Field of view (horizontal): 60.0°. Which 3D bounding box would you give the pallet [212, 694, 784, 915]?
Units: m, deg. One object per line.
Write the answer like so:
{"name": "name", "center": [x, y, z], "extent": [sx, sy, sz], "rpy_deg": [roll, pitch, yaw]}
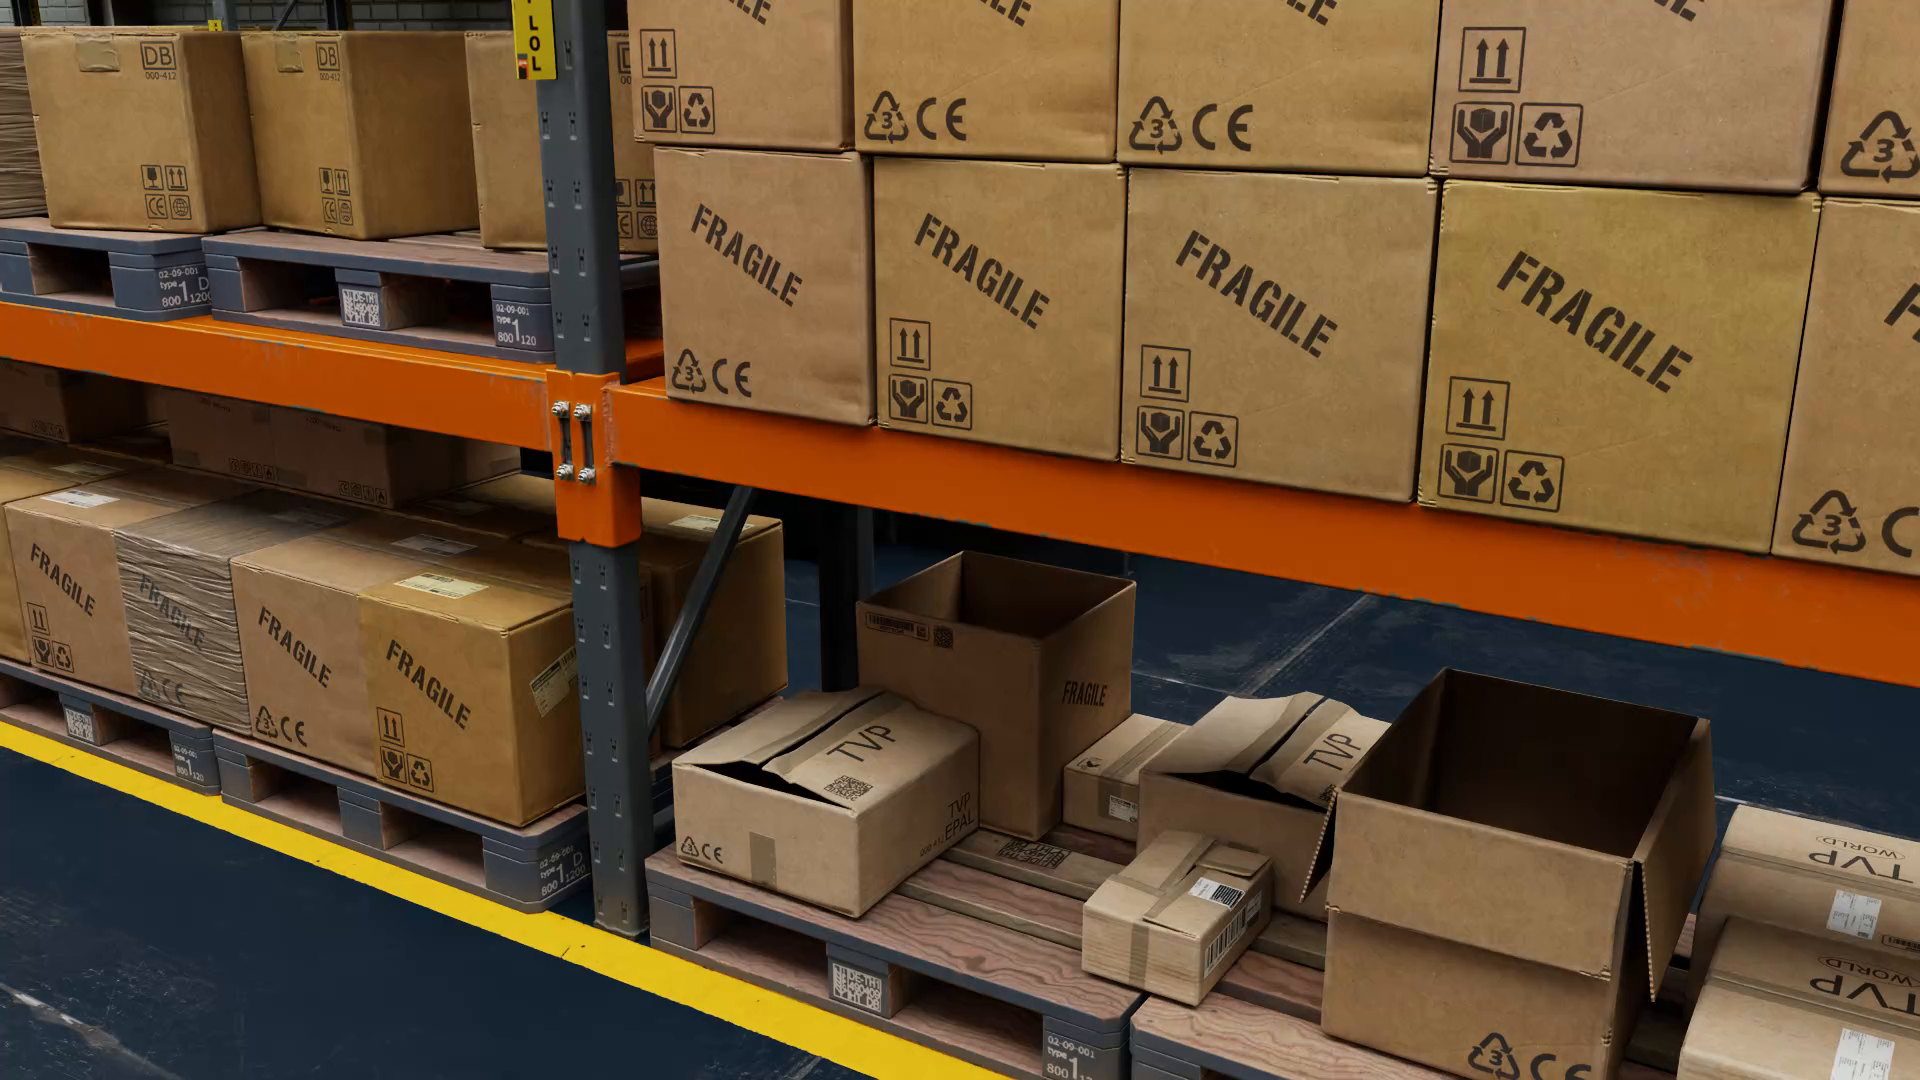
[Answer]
{"name": "pallet", "center": [-1.254, 0.578, 4.616], "extent": [1.213, 0.211, 1.003], "rpy_deg": [10, 20, 30]}

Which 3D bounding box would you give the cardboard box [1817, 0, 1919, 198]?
{"name": "cardboard box", "center": [1.469, -0.714, 2.178], "extent": [0.500, 0.500, 0.500], "rpy_deg": [11, 20, 32]}

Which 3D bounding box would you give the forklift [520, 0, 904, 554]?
{"name": "forklift", "center": [-1.630, -1.614, 7.151], "extent": [3.031, 2.935, 1.130], "rpy_deg": [7, 18, 23]}

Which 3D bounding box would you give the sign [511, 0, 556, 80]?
{"name": "sign", "center": [-0.829, -1.058, 3.212], "extent": [0.005, 0.325, 0.100], "rpy_deg": [10, 20, 30]}

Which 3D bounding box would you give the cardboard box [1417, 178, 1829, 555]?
{"name": "cardboard box", "center": [1.047, -0.314, 2.583], "extent": [0.500, 0.500, 0.500], "rpy_deg": [10, 19, 29]}

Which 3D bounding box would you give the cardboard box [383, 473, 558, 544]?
{"name": "cardboard box", "center": [-1.287, 0.131, 4.833], "extent": [0.500, 0.500, 0.500], "rpy_deg": [10, 20, 31]}

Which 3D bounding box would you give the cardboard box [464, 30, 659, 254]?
{"name": "cardboard box", "center": [-0.828, -1.018, 4.179], "extent": [0.500, 0.500, 0.700], "rpy_deg": [4, 17, 12]}

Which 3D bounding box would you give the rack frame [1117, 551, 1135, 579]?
{"name": "rack frame", "center": [0.727, -0.449, 6.425], "extent": [0.032, 1.125, 0.500], "rpy_deg": [8, 19, 26]}

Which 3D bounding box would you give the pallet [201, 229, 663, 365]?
{"name": "pallet", "center": [-1.165, -0.699, 4.352], "extent": [1.213, 0.211, 1.003], "rpy_deg": [10, 20, 30]}

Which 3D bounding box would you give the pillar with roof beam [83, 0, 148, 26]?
{"name": "pillar with roof beam", "center": [-9.382, -5.607, 9.857], "extent": [0.400, 9.000, 9.100], "rpy_deg": [10, 20, 30]}

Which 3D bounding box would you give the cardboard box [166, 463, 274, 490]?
{"name": "cardboard box", "center": [-2.139, -0.024, 5.343], "extent": [0.500, 0.500, 0.500], "rpy_deg": [9, 19, 28]}

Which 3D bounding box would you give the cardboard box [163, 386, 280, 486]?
{"name": "cardboard box", "center": [-2.106, -0.378, 5.217], "extent": [0.500, 0.250, 0.500], "rpy_deg": [10, 19, 29]}

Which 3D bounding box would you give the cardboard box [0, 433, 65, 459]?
{"name": "cardboard box", "center": [-3.263, -0.047, 5.418], "extent": [0.500, 0.500, 0.500], "rpy_deg": [9, 19, 28]}

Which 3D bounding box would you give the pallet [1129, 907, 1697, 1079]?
{"name": "pallet", "center": [1.087, 0.982, 3.285], "extent": [1.213, 0.211, 1.003], "rpy_deg": [10, 20, 30]}

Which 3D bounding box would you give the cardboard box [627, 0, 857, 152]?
{"name": "cardboard box", "center": [-0.287, -1.027, 3.209], "extent": [0.500, 0.500, 0.500], "rpy_deg": [11, 20, 31]}

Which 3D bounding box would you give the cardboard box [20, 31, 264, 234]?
{"name": "cardboard box", "center": [-2.079, -1.144, 4.593], "extent": [0.500, 0.500, 0.700], "rpy_deg": [5, 18, 16]}

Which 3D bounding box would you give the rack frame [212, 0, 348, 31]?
{"name": "rack frame", "center": [-4.769, -3.087, 11.881], "extent": [0.127, 3.000, 1.000], "rpy_deg": [10, 20, 30]}

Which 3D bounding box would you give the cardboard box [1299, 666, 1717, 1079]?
{"name": "cardboard box", "center": [1.062, 0.626, 3.197], "extent": [0.637, 0.503, 0.797], "rpy_deg": [10, 20, 30]}

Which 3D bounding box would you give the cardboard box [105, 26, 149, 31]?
{"name": "cardboard box", "center": [-5.762, -3.453, 12.021], "extent": [0.500, 0.500, 0.500], "rpy_deg": [10, 20, 30]}

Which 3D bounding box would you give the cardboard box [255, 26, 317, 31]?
{"name": "cardboard box", "center": [-5.060, -3.506, 12.197], "extent": [0.500, 0.500, 0.500], "rpy_deg": [10, 19, 29]}

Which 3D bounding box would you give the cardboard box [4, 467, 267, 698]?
{"name": "cardboard box", "center": [-2.390, 0.109, 4.906], "extent": [0.500, 0.500, 0.500], "rpy_deg": [9, 19, 28]}

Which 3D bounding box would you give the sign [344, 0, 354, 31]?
{"name": "sign", "center": [-4.482, -3.779, 12.167], "extent": [0.005, 0.325, 0.100], "rpy_deg": [10, 20, 30]}

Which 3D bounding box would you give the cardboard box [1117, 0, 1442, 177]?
{"name": "cardboard box", "center": [0.590, -0.870, 2.694], "extent": [0.500, 0.500, 0.500], "rpy_deg": [9, 19, 28]}

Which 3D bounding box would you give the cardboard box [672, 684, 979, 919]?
{"name": "cardboard box", "center": [-0.297, 0.551, 3.775], "extent": [0.500, 0.311, 0.500], "rpy_deg": [10, 20, 30]}

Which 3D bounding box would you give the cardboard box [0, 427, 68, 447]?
{"name": "cardboard box", "center": [-3.030, -0.181, 5.860], "extent": [0.500, 0.500, 0.500], "rpy_deg": [11, 20, 32]}

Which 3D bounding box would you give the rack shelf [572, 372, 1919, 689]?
{"name": "rack shelf", "center": [1.163, 0.006, 2.938], "extent": [4.000, 0.370, 1.077], "rpy_deg": [10, 20, 30]}

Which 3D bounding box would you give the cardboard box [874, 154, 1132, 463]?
{"name": "cardboard box", "center": [0.188, -0.468, 3.089], "extent": [0.500, 0.500, 0.500], "rpy_deg": [11, 20, 31]}

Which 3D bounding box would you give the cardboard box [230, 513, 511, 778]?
{"name": "cardboard box", "center": [-1.529, 0.262, 4.402], "extent": [0.500, 0.500, 0.500], "rpy_deg": [10, 20, 30]}

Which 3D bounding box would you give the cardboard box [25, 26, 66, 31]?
{"name": "cardboard box", "center": [-6.629, -3.611, 12.542], "extent": [0.500, 0.500, 0.500], "rpy_deg": [11, 20, 32]}

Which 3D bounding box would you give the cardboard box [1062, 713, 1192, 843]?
{"name": "cardboard box", "center": [0.443, 0.570, 3.992], "extent": [0.250, 0.149, 0.380], "rpy_deg": [10, 20, 30]}

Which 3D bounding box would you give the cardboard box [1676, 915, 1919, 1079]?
{"name": "cardboard box", "center": [1.481, 0.898, 2.739], "extent": [0.500, 0.250, 0.500], "rpy_deg": [10, 20, 30]}

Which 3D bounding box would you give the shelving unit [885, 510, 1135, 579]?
{"name": "shelving unit", "center": [0.274, -0.516, 6.644], "extent": [1.048, 1.125, 0.538], "rpy_deg": [8, 19, 26]}
